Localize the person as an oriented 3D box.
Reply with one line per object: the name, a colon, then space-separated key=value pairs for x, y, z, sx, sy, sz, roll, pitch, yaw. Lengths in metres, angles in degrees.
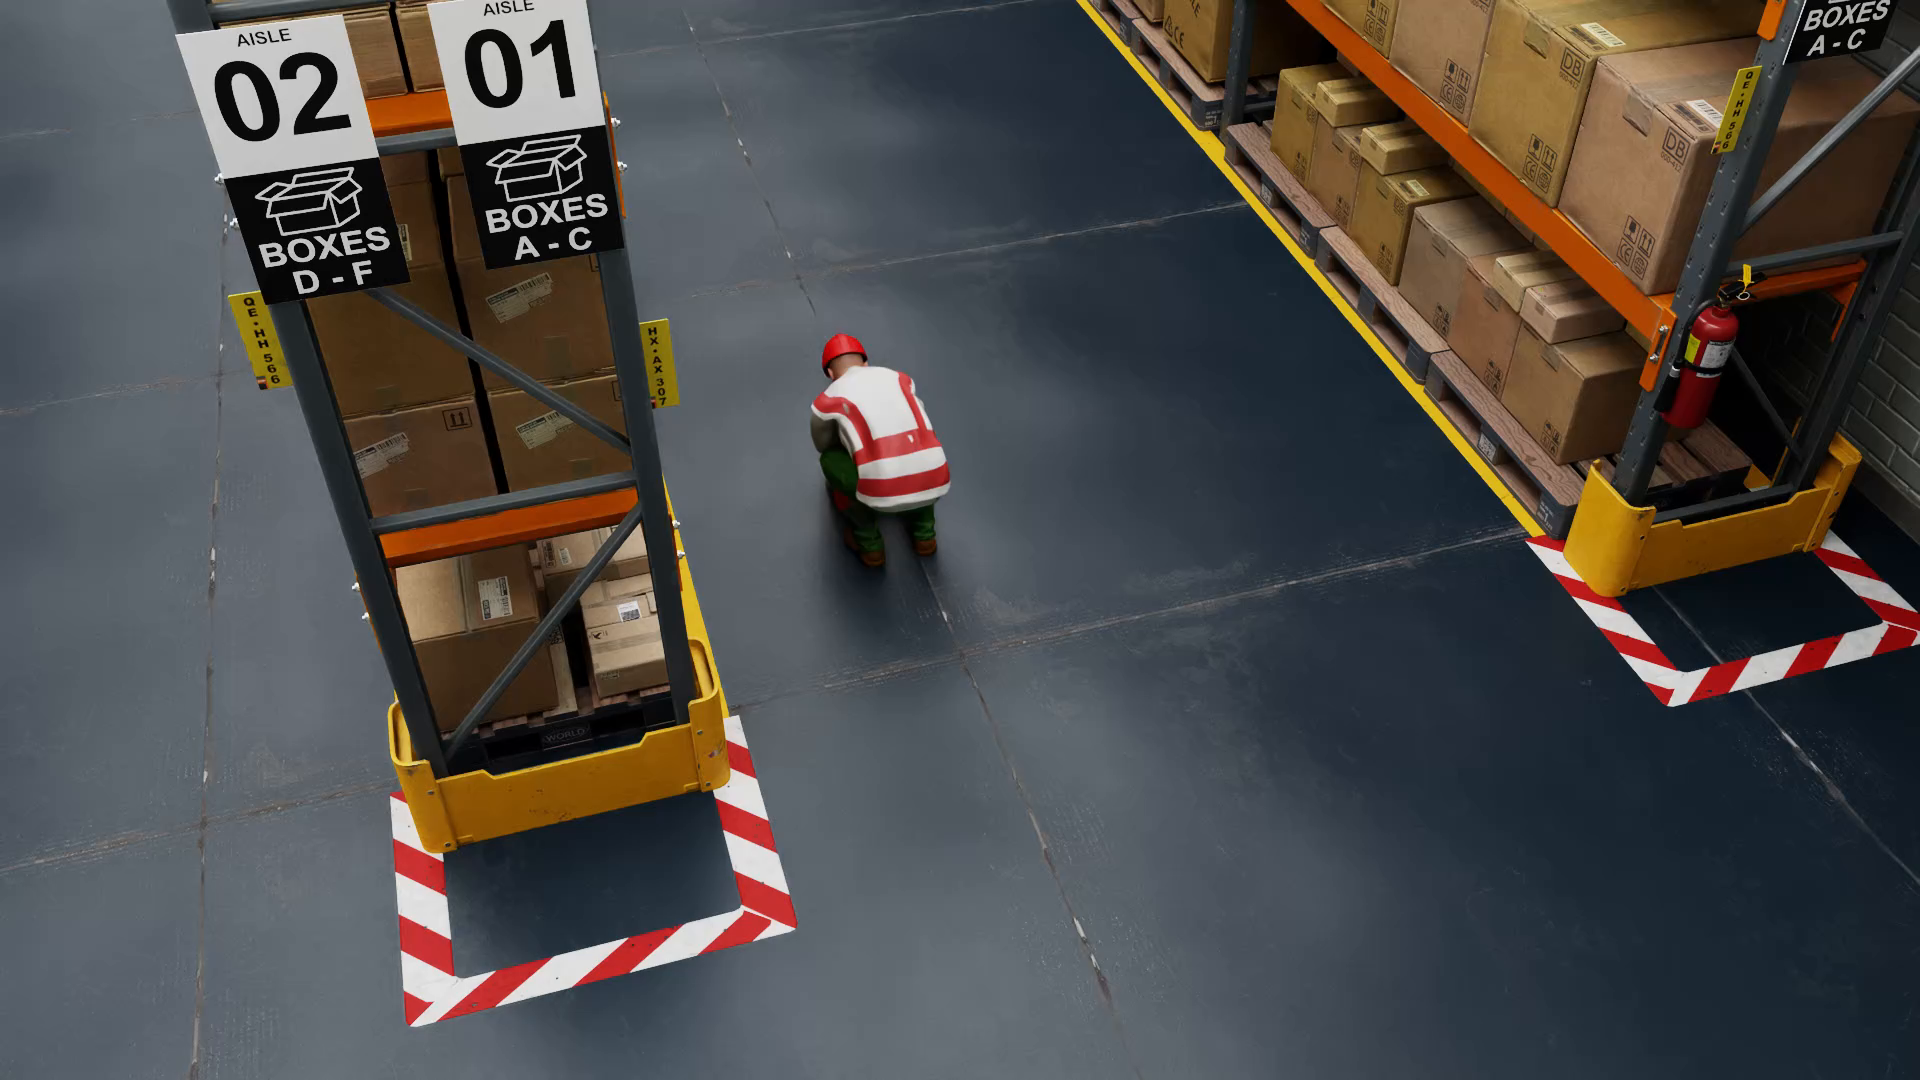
person: x=-0.361 y=-0.361 z=7.347 sx=0.536 sy=0.830 sz=0.941 roll=-13 pitch=43 yaw=-14
